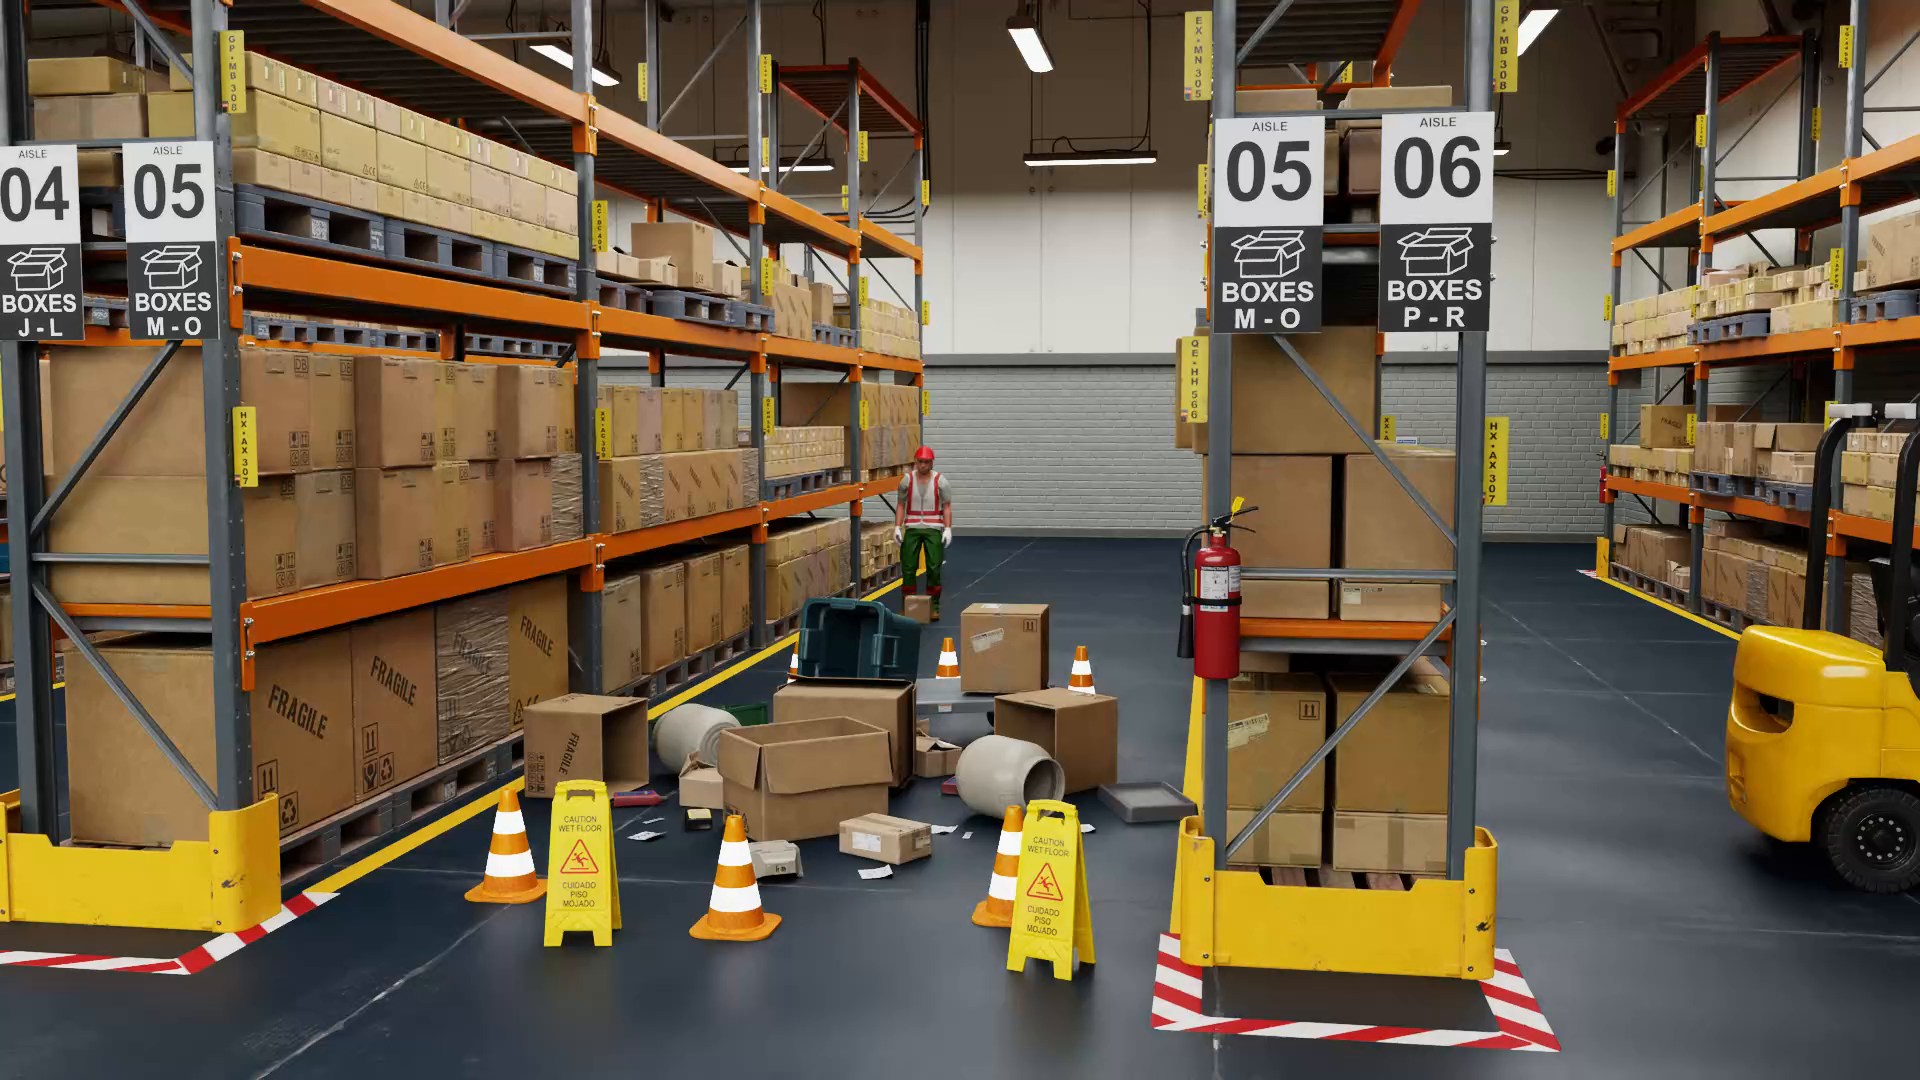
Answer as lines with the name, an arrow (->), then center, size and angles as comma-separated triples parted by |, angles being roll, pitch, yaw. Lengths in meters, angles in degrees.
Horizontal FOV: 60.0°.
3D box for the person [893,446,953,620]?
person -> -0.379, -0.074, 16.950 | 0.608, 1.777, 0.453 | 0, 4, 6
